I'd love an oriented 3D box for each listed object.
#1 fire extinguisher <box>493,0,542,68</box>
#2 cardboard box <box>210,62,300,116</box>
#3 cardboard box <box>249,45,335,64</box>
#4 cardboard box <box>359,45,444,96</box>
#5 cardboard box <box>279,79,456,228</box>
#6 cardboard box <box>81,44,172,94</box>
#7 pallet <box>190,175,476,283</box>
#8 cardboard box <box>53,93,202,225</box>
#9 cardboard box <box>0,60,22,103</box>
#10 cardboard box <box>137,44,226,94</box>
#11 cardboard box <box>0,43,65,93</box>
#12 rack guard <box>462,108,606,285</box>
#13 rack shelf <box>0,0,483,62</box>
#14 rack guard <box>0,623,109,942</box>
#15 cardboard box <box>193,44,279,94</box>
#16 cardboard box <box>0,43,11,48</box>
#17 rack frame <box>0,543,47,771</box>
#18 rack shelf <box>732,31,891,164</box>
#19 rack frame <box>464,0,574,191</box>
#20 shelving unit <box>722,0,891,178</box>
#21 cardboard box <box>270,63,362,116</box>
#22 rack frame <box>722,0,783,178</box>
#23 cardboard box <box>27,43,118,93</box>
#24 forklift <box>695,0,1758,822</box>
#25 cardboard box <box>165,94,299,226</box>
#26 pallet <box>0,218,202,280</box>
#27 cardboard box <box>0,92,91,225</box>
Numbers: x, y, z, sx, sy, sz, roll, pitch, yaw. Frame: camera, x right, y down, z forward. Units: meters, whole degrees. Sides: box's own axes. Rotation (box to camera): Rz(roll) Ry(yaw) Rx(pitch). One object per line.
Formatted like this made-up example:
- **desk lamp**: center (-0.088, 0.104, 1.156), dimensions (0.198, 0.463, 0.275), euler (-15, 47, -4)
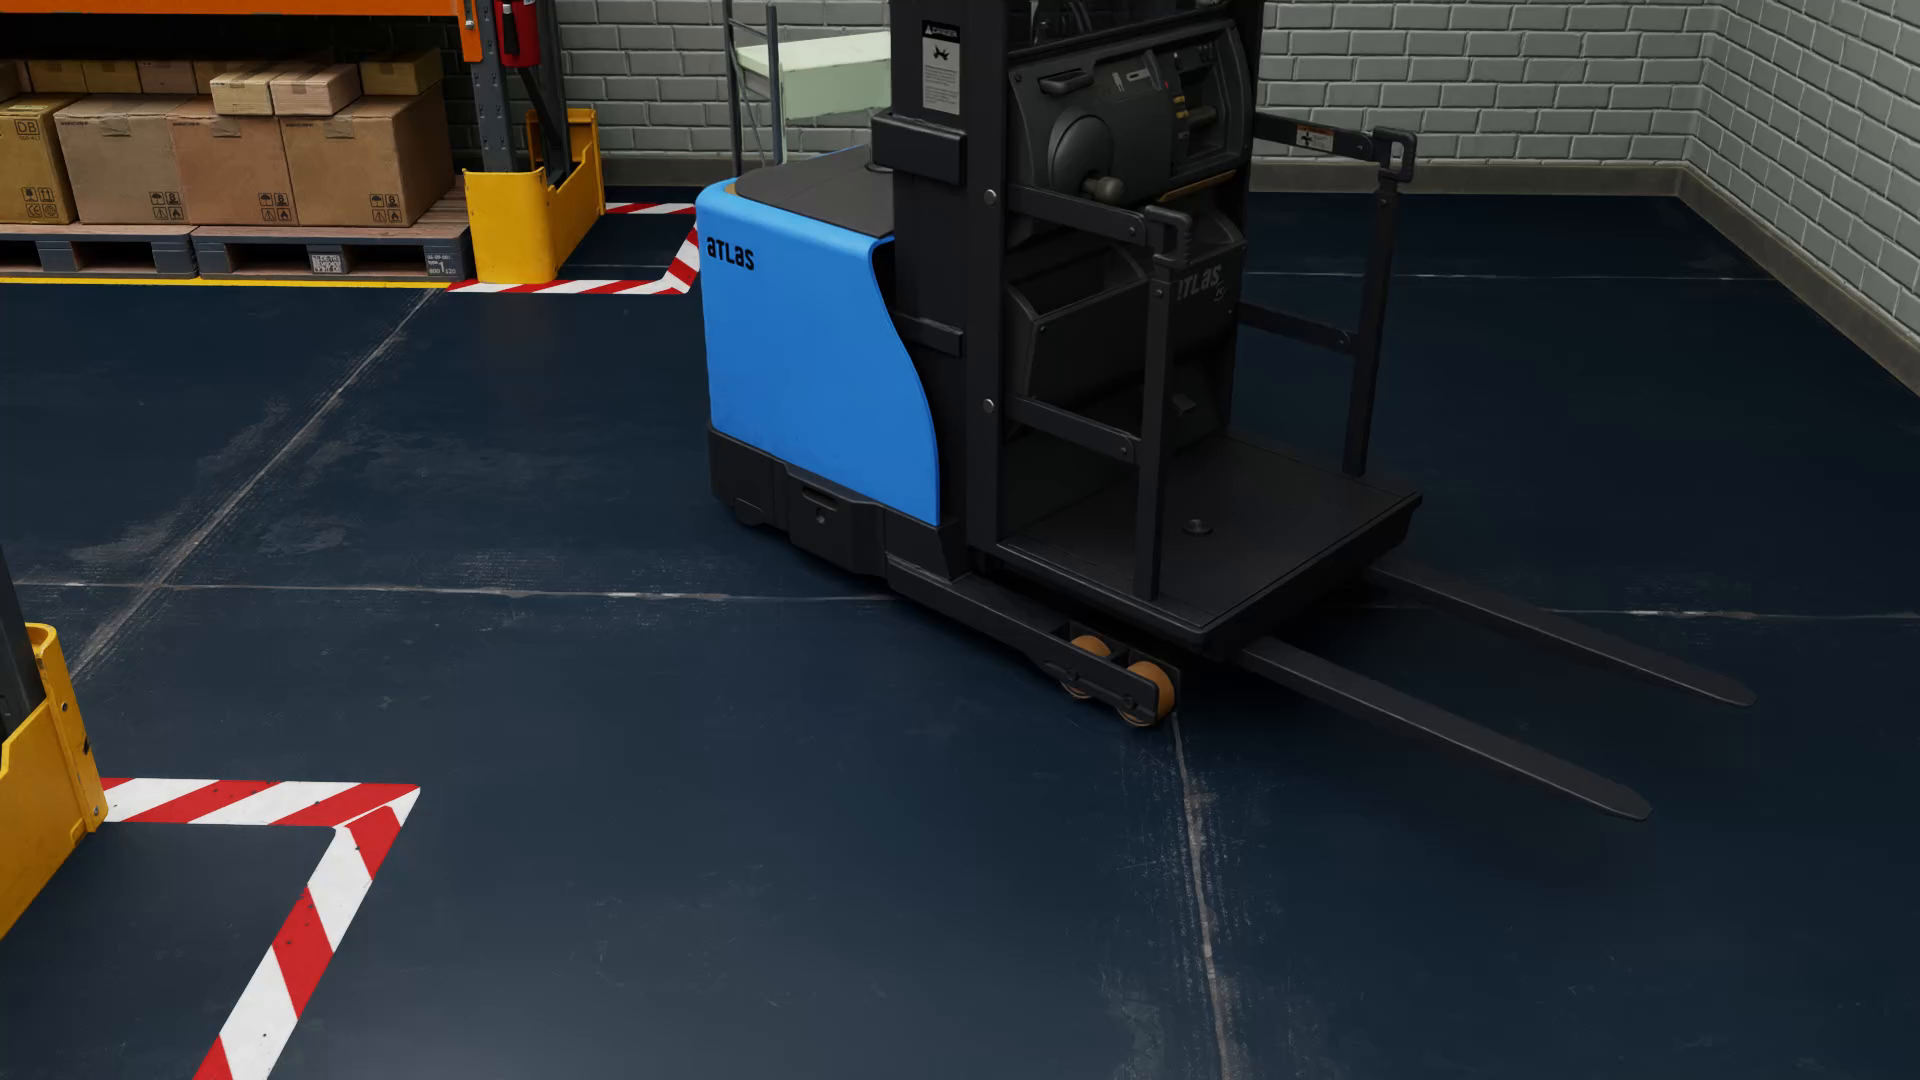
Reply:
- **fire extinguisher**: center (-1.860, -2.319, 6.904), dimensions (0.183, 0.674, 0.296), euler (1, 28, 2)
- **cardboard box**: center (-3.088, -1.990, 7.329), dimensions (0.250, 0.149, 0.380), euler (2, 28, 3)
- **cardboard box**: center (-3.072, -2.169, 7.667), dimensions (0.250, 0.149, 0.380), euler (1, 28, 2)
- **cardboard box**: center (-2.566, -2.161, 7.652), dimensions (0.250, 0.149, 0.380), euler (1, 28, 2)
- **cardboard box**: center (-2.698, -1.783, 7.631), dimensions (0.500, 0.500, 0.700), euler (1, 28, 2)
- **cardboard box**: center (-3.833, -2.181, 7.690), dimensions (0.250, 0.149, 0.380), euler (1, 28, 2)
- **pallet**: center (-2.797, -1.481, 7.819), dimensions (1.213, 0.211, 1.003), euler (1, 28, 2)
- **cardboard box**: center (-3.701, -1.799, 7.661), dimensions (0.500, 0.500, 0.700), euler (0, 28, 0)
- **cardboard box**: center (-4.391, -2.011, 7.368), dimensions (0.250, 0.149, 0.380), euler (0, 28, 0)
- **cardboard box**: center (-3.577, -2.177, 7.682), dimensions (0.250, 0.149, 0.380), euler (1, 28, 3)
- **cardboard box**: center (-4.344, -2.189, 7.705), dimensions (0.250, 0.149, 0.380), euler (1, 28, 2)
- **rack guard**: center (-1.971, -1.632, 7.795), dimensions (0.348, 0.500, 1.175), euler (1, 28, 2)
- **rack shelf**: center (-3.994, -2.452, 7.441), dimensions (4.000, 0.370, 1.077), euler (1, 28, 2)
- **rack guard**: center (-2.242, 0.685, 3.424), dimensions (0.348, 0.500, 1.175), euler (1, 28, 2)
- **cardboard box**: center (-3.322, -2.173, 7.675), dimensions (0.250, 0.149, 0.380), euler (1, 28, 2)
- **cardboard box**: center (-4.596, -2.194, 7.714), dimensions (0.250, 0.149, 0.380), euler (0, 28, 0)
- **rack frame**: center (-2.166, -0.418, 2.836), dimensions (0.127, 3.000, 1.000), euler (1, 28, 2)
- **rack shelf**: center (-0.363, -1.514, 5.669), dimensions (0.720, 0.370, 0.431), euler (-15, 31, -26)
- **rack frame**: center (-1.995, -2.737, 7.210), dimensions (0.127, 3.000, 1.000), euler (1, 28, 2)
- **shelving unit**: center (-0.363, -1.168, 5.851), dimensions (0.755, 1.500, 0.431), euler (-15, 31, -26)
- **cardboard box**: center (-2.833, -1.986, 7.322), dimensions (0.250, 0.149, 0.380), euler (1, 28, 1)
- **rack frame**: center (-0.681, -1.083, 5.691), dimensions (0.023, 1.500, 0.400), euler (-15, 31, -26)
- **cardboard box**: center (-4.086, -2.185, 7.698), dimensions (0.250, 0.149, 0.380), euler (0, 28, 1)
- **forklift**: center (0.613, -1.086, 4.169), dimensions (3.031, 2.935, 1.130), euler (24, 36, 37)
- **cardboard box**: center (-3.198, -1.791, 7.646), dimensions (0.500, 0.500, 0.700), euler (1, 28, 2)
- **pallet**: center (-4.013, -1.503, 7.860), dimensions (1.213, 0.211, 1.003), euler (1, 28, 2)
- **cardboard box**: center (-4.234, -1.804, 7.672), dimensions (0.500, 0.500, 0.700), euler (2, 28, 3)
